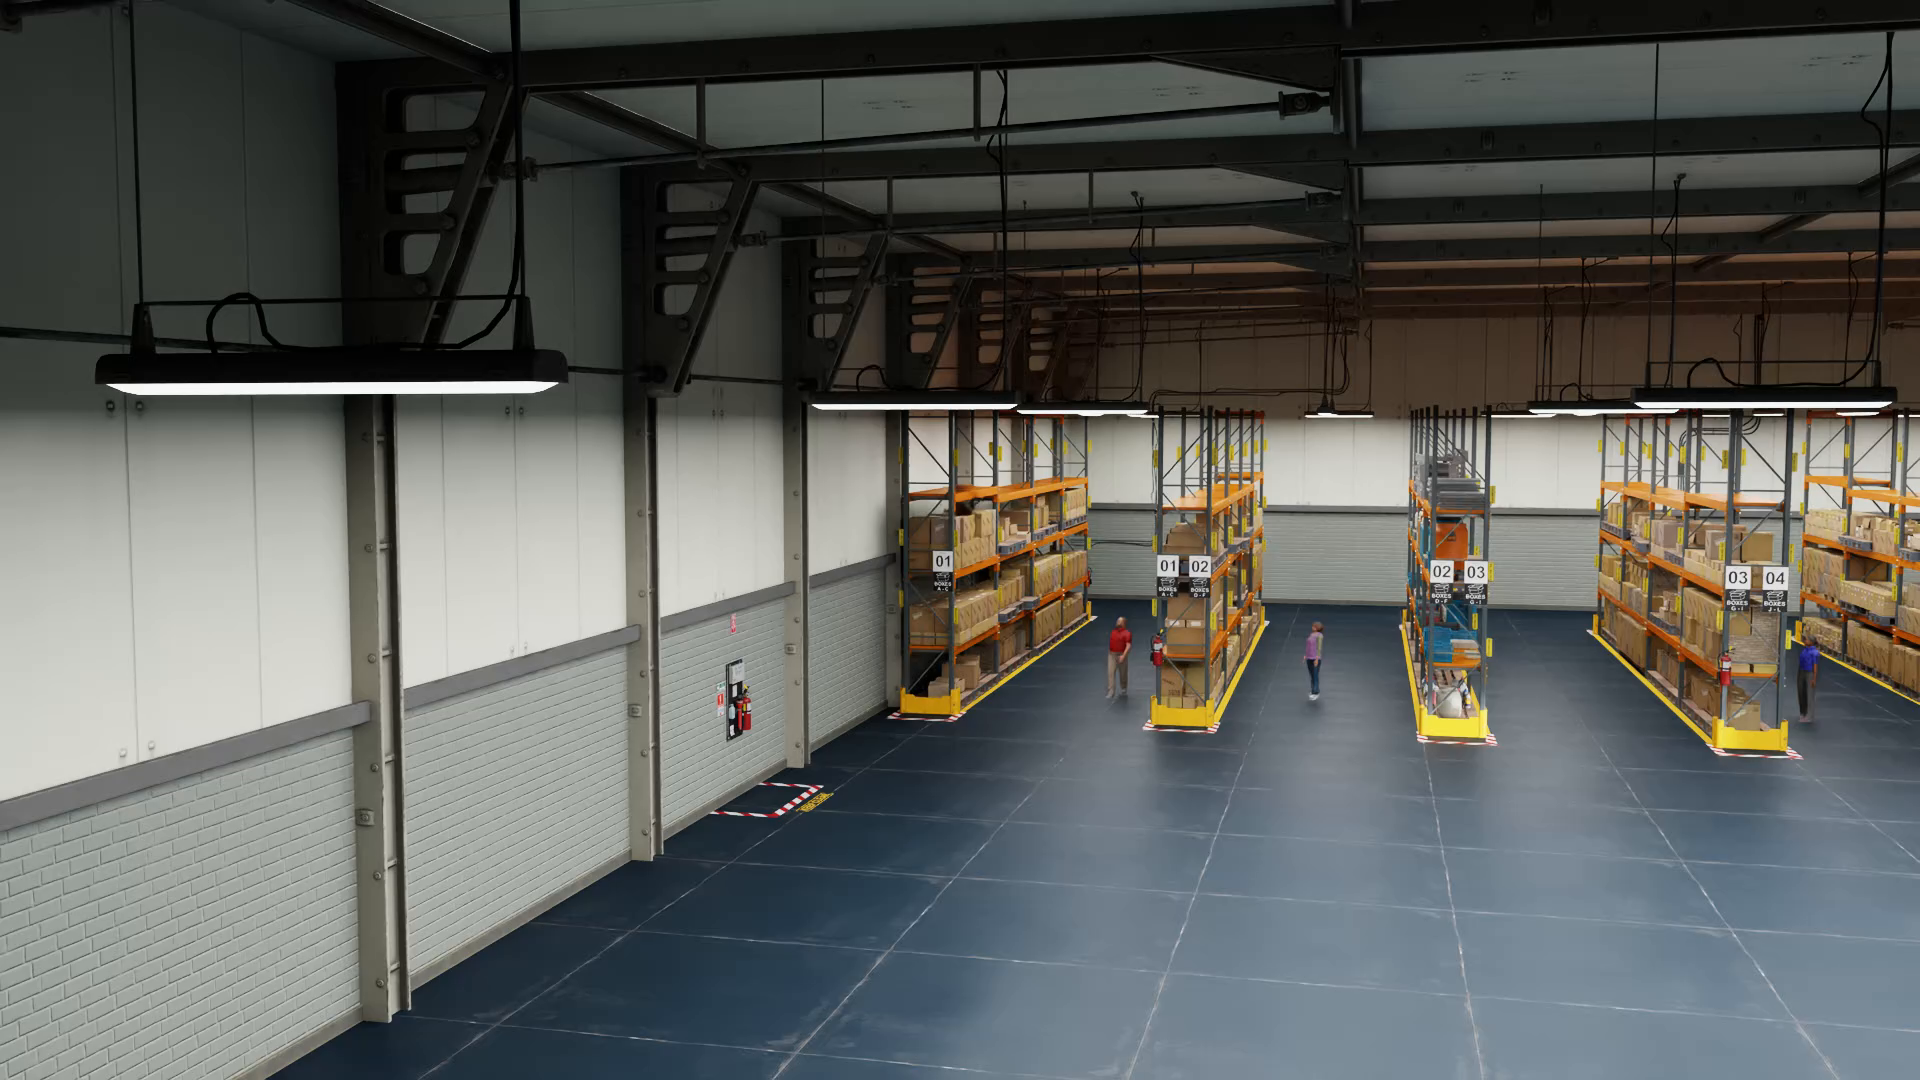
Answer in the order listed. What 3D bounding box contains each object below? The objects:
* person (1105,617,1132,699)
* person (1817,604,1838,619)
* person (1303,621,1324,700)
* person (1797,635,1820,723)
[{"bbox_3d":[3.276,2.423,34.224,0.510,1.657,1.048,1,4,13],"label":"person"},{"bbox_3d":[23.156,1.665,44.304,0.625,1.771,0.437,2,5,29],"label":"person"},{"bbox_3d":[7.288,2.482,34.302,0.483,1.616,0.437,-3,5,-35],"label":"person"},{"bbox_3d":[16.138,2.634,31.713,0.535,1.662,0.456,-2,5,-26],"label":"person"}]
